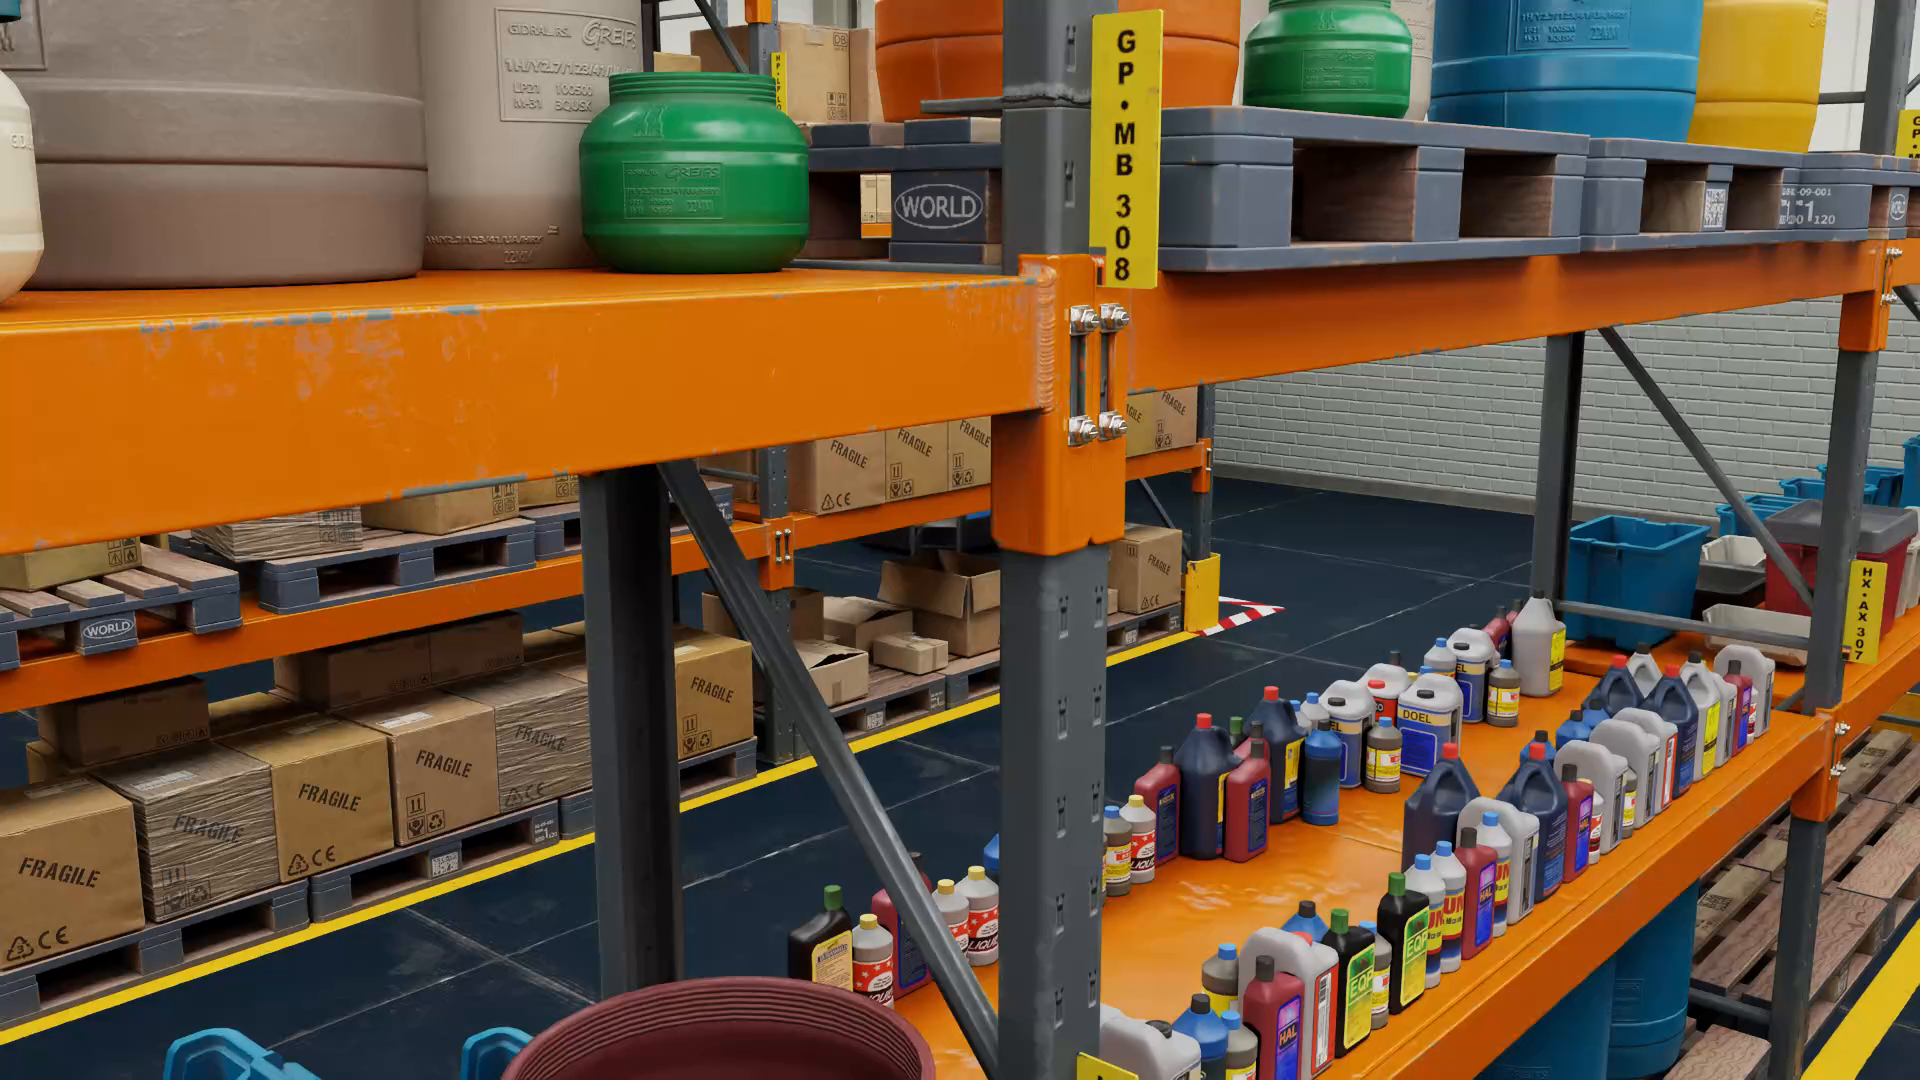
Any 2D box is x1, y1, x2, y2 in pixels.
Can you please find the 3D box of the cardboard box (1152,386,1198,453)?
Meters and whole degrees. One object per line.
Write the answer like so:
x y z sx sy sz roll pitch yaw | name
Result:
1.253 -0.887 11.237 0.500 0.500 0.500 10 15 42 | cardboard box

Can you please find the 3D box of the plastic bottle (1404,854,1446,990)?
0.953 0.785 3.450 0.097 0.271 0.097 0 11 0 | plastic bottle

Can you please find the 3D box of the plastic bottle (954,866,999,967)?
0.035 0.799 3.559 0.097 0.201 0.097 0 11 0 | plastic bottle

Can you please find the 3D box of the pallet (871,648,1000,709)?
-0.037 0.736 10.488 1.003 0.211 1.213 10 15 40 | pallet

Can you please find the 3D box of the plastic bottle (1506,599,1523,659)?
1.860 0.347 5.615 0.061 0.283 0.133 10 15 40 | plastic bottle

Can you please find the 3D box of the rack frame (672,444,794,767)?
-1.296 -0.350 8.807 1.000 3.000 0.127 10 15 40 | rack frame

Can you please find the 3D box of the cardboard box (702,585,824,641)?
-1.133 0.539 9.612 0.500 0.500 0.500 10 15 40 | cardboard box

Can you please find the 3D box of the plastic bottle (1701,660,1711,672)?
2.299 0.475 5.184 0.097 0.201 0.097 0 11 0 | plastic bottle

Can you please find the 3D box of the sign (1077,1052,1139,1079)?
0.200 0.869 2.284 0.100 0.325 0.005 10 15 40 | sign

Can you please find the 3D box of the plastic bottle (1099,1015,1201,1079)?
0.310 0.918 2.773 0.152 0.276 0.135 10 15 40 | plastic bottle

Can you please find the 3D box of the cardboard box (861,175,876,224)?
-0.789 -1.787 8.725 0.500 0.250 0.500 10 15 40 | cardboard box

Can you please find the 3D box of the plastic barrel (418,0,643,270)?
-0.653 -0.640 2.316 0.421 0.512 0.421 0 11 0 | plastic barrel

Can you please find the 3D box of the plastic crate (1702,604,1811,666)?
2.837 0.341 5.868 0.396 0.136 0.243 10 15 40 | plastic crate

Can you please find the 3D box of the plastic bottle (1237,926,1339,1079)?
0.616 0.850 3.113 0.152 0.276 0.135 10 15 40 | plastic bottle

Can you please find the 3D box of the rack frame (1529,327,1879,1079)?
2.422 0.291 5.597 1.000 3.000 0.127 10 15 40 | rack frame

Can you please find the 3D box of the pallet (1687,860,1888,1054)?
2.879 1.545 6.437 1.003 0.211 1.213 10 15 40 | pallet

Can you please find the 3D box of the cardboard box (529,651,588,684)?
-1.739 0.841 8.101 0.500 0.500 0.500 10 15 41 | cardboard box

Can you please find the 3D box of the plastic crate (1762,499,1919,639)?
3.200 0.131 6.081 0.402 0.464 0.583 10 15 40 | plastic crate

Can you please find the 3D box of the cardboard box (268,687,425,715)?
-2.812 0.926 7.674 0.500 0.500 0.500 9 14 38 | cardboard box

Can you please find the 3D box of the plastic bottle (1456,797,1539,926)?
1.226 0.714 3.794 0.152 0.276 0.135 10 15 40 | plastic bottle

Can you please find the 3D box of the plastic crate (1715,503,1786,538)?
3.585 -0.013 7.395 0.416 0.233 0.300 10 15 40 | plastic crate

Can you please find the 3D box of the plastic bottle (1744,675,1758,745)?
2.349 0.509 5.014 0.097 0.201 0.097 0 11 0 | plastic bottle

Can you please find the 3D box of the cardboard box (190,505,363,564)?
-2.858 -0.234 6.896 0.500 0.500 0.700 -9 14 -37 | cardboard box

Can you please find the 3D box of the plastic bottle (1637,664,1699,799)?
1.940 0.520 4.577 0.144 0.351 0.185 10 15 40 | plastic bottle

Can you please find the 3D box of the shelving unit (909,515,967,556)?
-0.173 -0.792 13.301 0.431 2.100 0.503 1 11 4 | shelving unit

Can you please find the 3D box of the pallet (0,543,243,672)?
-3.542 0.224 6.424 1.213 0.211 1.003 10 15 40 | pallet

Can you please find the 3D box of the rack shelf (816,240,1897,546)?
1.102 -0.533 3.901 1.077 0.370 4.000 10 15 40 | rack shelf

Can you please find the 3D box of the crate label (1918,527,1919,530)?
4.293 0.030 7.421 0.396 0.136 0.243 10 15 40 | crate label

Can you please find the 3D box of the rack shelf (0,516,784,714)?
-2.616 0.297 7.404 1.077 0.370 4.000 10 15 40 | rack shelf

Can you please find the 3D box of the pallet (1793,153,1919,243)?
1.978 -0.960 4.681 1.213 0.211 1.003 10 15 40 | pallet

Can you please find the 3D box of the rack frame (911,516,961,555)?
-0.190 -0.748 13.062 0.400 2.100 0.015 1 11 4 | rack frame

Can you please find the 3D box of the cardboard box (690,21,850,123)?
-1.004 -2.437 8.788 0.700 0.500 0.500 10 15 40 | cardboard box

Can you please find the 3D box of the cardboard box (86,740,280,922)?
-3.080 1.141 6.601 0.500 0.500 0.500 9 14 38 | cardboard box

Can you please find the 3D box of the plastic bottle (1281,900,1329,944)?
0.667 0.831 3.221 0.097 0.271 0.097 0 11 0 | plastic bottle

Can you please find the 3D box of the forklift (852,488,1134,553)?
0.420 -1.529 14.885 1.130 2.935 3.031 10 15 41 | forklift

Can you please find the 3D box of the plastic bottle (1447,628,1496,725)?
1.589 0.424 5.246 0.152 0.276 0.135 10 15 40 | plastic bottle

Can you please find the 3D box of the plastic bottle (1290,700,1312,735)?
0.905 0.571 4.523 0.097 0.271 0.097 0 11 0 | plastic bottle

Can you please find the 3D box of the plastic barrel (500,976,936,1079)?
-0.297 0.920 2.100 0.600 0.536 0.708 10 15 40 | plastic barrel

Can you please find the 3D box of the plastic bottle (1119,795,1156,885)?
0.421 0.713 3.990 0.097 0.201 0.097 0 11 0 | plastic bottle

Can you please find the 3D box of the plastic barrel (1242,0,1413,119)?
0.654 -0.848 2.963 0.294 0.245 0.294 0 11 0 | plastic barrel

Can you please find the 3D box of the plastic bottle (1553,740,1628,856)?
1.589 0.633 4.199 0.152 0.276 0.135 10 15 40 | plastic bottle

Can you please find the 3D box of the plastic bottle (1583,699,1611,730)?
1.725 0.568 4.537 0.097 0.271 0.097 0 11 0 | plastic bottle

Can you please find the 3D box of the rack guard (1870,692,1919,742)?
5.069 0.923 8.815 1.175 0.500 0.348 10 15 40 | rack guard

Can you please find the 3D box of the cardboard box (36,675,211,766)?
-3.461 0.704 6.873 0.500 0.250 0.500 11 15 42 | cardboard box

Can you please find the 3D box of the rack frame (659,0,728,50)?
-2.379 -4.521 14.369 1.000 3.000 0.127 10 15 40 | rack frame

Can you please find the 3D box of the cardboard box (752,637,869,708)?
-0.856 0.719 9.196 0.500 0.311 0.500 10 15 40 | cardboard box

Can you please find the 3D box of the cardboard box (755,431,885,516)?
-0.755 -0.439 8.996 0.500 0.500 0.500 10 15 42 | cardboard box

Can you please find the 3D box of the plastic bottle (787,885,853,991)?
-0.271 0.822 3.236 0.061 0.283 0.133 10 15 40 | plastic bottle

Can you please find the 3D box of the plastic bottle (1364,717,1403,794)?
1.172 0.591 4.603 0.097 0.201 0.097 0 11 0 | plastic bottle
